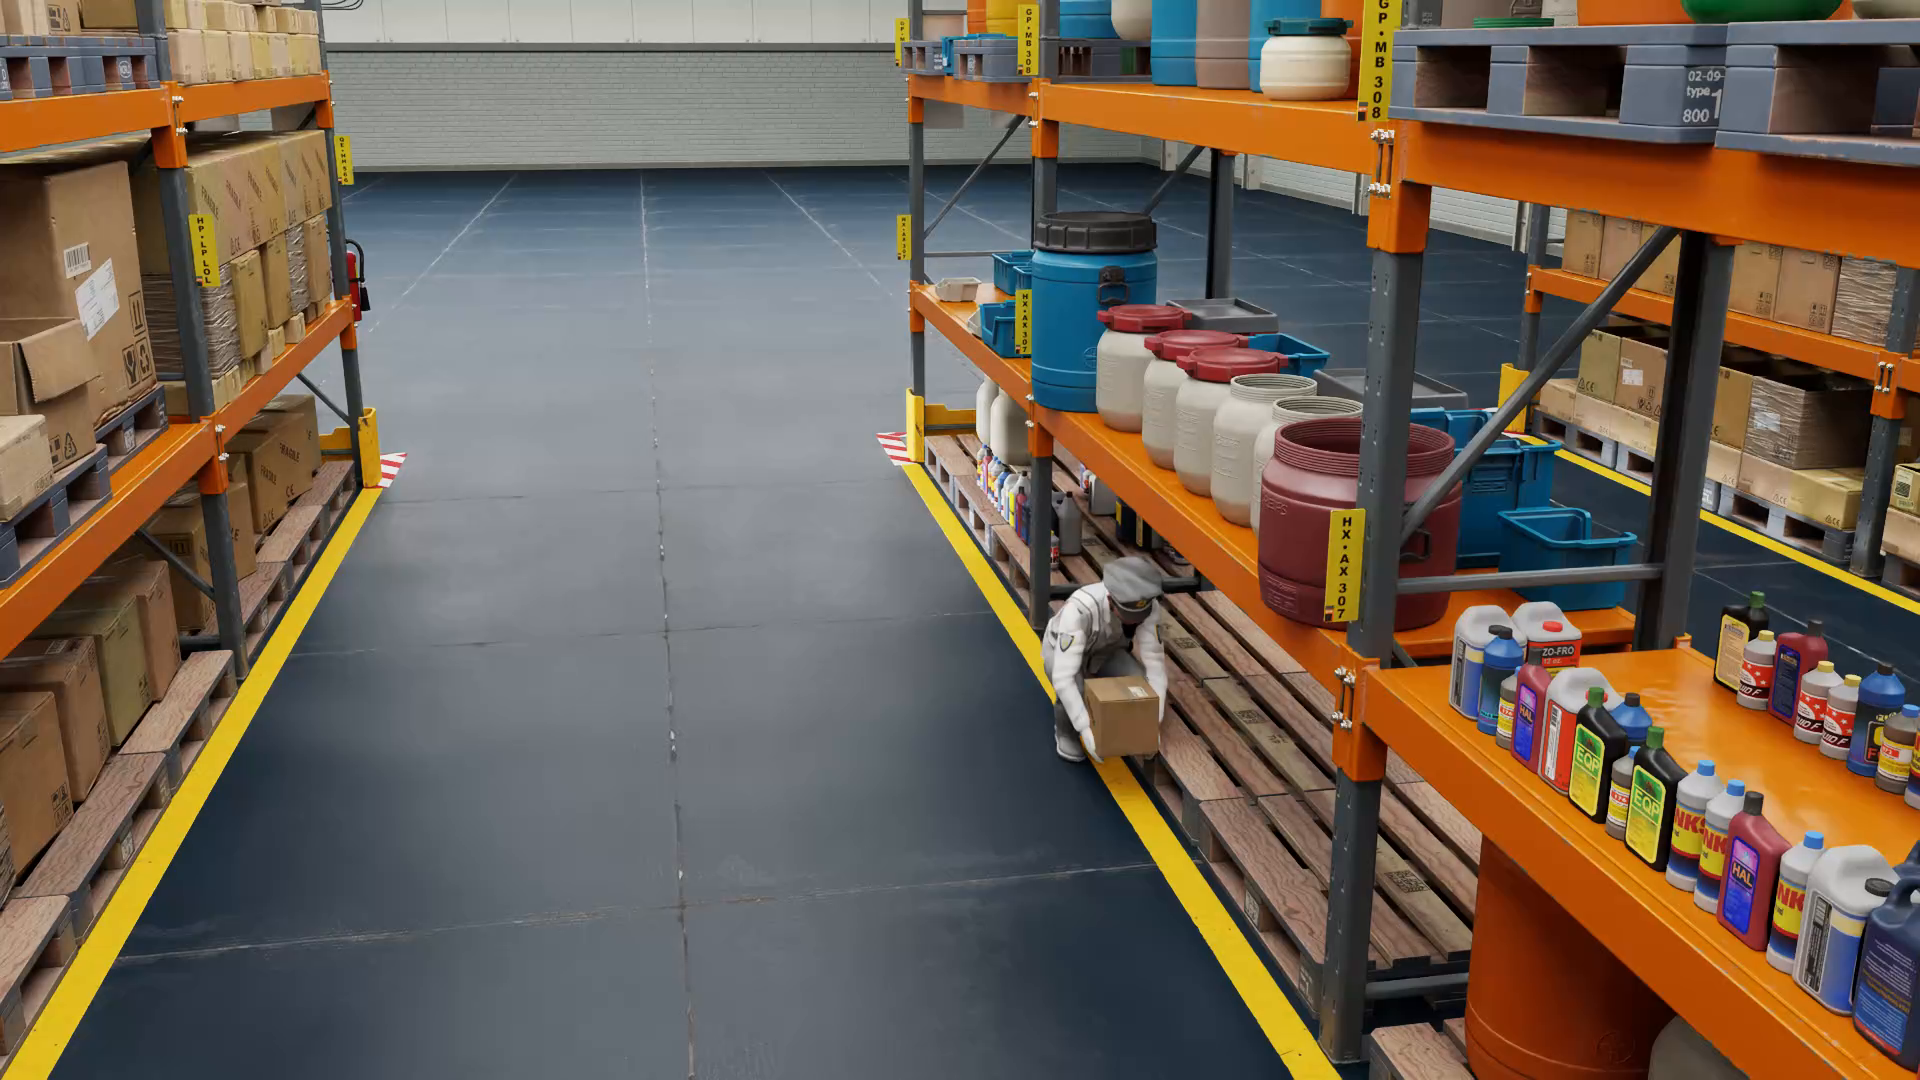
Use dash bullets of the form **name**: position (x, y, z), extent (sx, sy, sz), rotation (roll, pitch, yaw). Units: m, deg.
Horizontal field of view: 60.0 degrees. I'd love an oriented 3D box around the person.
- **person**: position (0.604, 0.492, 7.134), extent (0.501, 0.963, 0.823), rotation (-3, 17, -10)
